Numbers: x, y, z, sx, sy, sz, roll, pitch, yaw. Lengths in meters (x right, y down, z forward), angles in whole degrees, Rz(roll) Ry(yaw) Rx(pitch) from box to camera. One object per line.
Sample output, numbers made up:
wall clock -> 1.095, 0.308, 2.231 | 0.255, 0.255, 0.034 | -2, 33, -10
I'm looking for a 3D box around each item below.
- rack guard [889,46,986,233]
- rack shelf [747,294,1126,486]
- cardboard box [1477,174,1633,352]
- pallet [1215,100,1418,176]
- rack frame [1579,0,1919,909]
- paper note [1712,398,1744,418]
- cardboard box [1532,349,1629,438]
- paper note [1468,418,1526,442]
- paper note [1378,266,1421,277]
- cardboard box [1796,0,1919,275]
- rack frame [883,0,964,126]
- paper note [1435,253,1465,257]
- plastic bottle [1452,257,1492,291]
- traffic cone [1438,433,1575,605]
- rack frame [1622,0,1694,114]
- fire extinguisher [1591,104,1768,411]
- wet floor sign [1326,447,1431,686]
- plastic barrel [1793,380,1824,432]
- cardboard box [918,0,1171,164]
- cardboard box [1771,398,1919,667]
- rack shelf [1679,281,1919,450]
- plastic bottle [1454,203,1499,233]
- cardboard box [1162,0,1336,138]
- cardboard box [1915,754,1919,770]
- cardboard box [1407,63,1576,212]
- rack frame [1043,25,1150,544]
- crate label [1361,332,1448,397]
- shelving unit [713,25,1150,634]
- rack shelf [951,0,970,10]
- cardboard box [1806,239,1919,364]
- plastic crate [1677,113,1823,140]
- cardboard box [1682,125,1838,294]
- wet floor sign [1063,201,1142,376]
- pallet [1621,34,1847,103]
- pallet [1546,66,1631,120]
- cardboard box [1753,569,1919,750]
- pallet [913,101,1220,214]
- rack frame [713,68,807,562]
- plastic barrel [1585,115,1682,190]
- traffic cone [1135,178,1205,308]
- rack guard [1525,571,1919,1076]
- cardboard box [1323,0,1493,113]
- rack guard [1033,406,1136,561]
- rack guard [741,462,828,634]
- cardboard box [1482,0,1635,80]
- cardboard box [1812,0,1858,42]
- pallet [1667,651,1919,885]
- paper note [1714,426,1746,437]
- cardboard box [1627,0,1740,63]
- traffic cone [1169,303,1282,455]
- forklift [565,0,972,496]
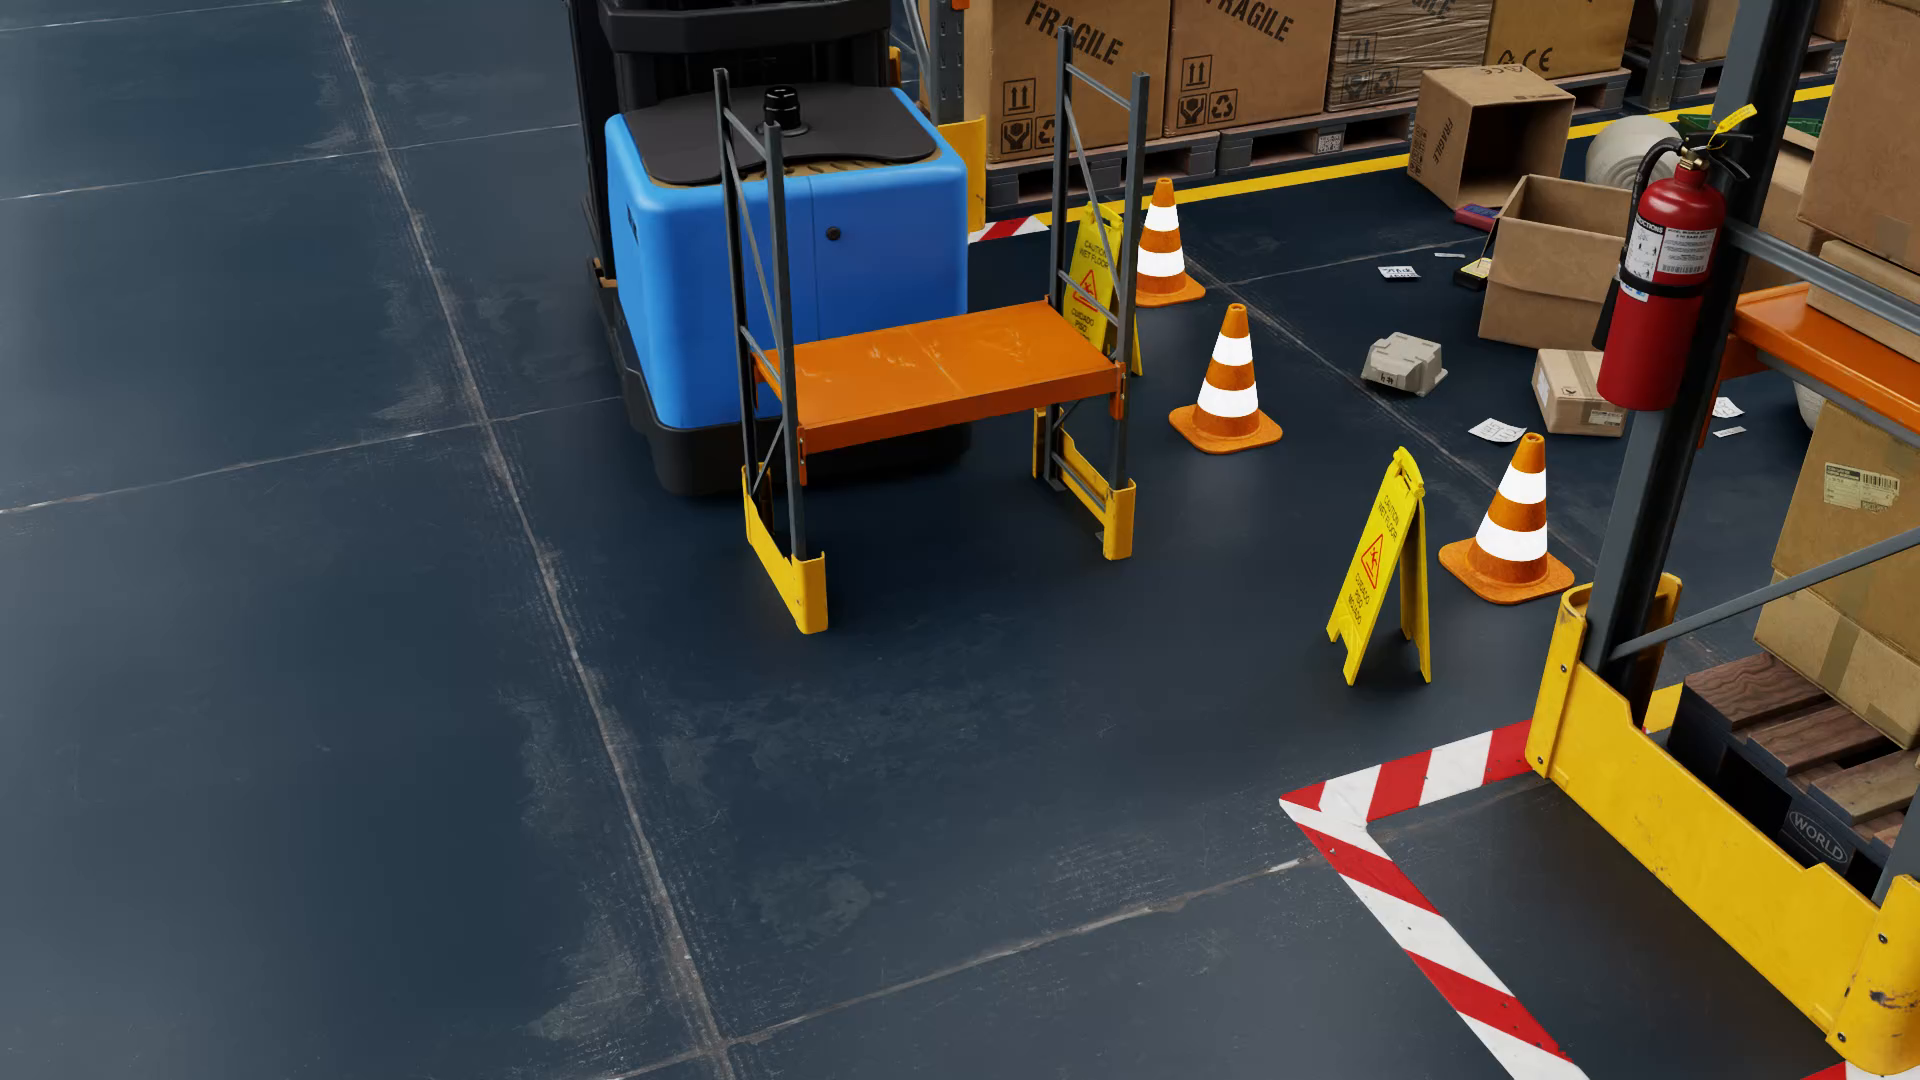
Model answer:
rack guard -> -0.252, -1.844, 7.626 | 0.348, 0.500, 1.175 | -13, 35, -19
rack shelf -> -0.079, -0.460, 4.911 | 1.000, 0.185, 0.538 | -13, 35, -19
cardboard box -> 2.419, -1.027, 6.366 | 0.797, 0.503, 0.637 | 16, 36, 23
pallet -> 1.601, -2.192, 8.425 | 1.213, 0.211, 1.003 | -13, 35, -19
rack frame -> 1.780, -0.429, 3.159 | 0.127, 3.000, 1.000 | -13, 35, -19
paper note -> 2.722, -0.484, 5.977 | 0.142, 0.019, 0.148 | -2, 33, -2
cardboard box -> 2.206, -0.526, 5.923 | 0.250, 0.149, 0.380 | 4, 33, 6
paper note -> 1.881, -0.385, 5.814 | 0.142, 0.019, 0.148 | -27, 42, -35
paper note -> 1.835, -1.120, 6.945 | 0.142, 0.017, 0.144 | -2, 33, -2
cardboard box -> 2.174, -0.849, 3.440 | 0.500, 0.500, 0.500 | -14, 35, -20
rack frame -> -0.229, -2.897, 6.952 | 0.127, 3.000, 1.000 | -13, 35, -19
paper note -> 2.095, -1.218, 7.112 | 0.123, 0.001, 0.032 | 4, 33, 6
plastic bottle -> 2.182, -1.116, 6.910 | 0.283, 0.061, 0.133 | -27, 42, -35
traffic cone -> 1.677, -0.105, 4.987 | 0.334, 0.463, 0.336 | -13, 35, -19
rack frame -> 3.459, -3.741, 8.250 | 0.127, 3.000, 1.000 | -13, 35, -19
fire extinguisher -> 1.496, -0.604, 3.499 | 0.183, 0.674, 0.296 | -13, 35, -19
wet floor sign -> 1.191, 0.060, 4.566 | 0.232, 0.644, 0.267 | -2, 33, -2
plastic barrel -> 3.098, -0.546, 5.702 | 0.421, 0.421, 0.512 | 10, 34, 14
cardboard box -> 0.370, -2.359, 7.688 | 0.875, 0.875, 0.875 | -13, 35, -19
cardboard box -> 2.418, -0.067, 4.051 | 0.500, 0.500, 0.500 | -13, 35, -19
rack shelf -> 3.624, -0.550, 4.004 | 4.000, 0.370, 1.077 | -13, 35, -19
plastic bottle -> 2.349, -1.414, 7.367 | 0.133, 0.061, 0.283 | -27, 42, -35
cardboard box -> 1.181, -2.545, 7.975 | 0.875, 0.875, 0.875 | -13, 35, -20
cardboard box -> 2.631, 0.516, 3.842 | 0.500, 0.250, 0.500 | -13, 35, -19
cardboard box -> 2.425, -1.851, 7.634 | 0.500, 0.500, 0.500 | -7, 34, -11
rack frame -> 0.390, -0.718, 4.978 | 0.032, 1.500, 0.500 | -13, 35, -19
crate label -> 1.635, -0.652, 6.127 | 0.250, 0.136, 0.298 | 23, 39, 30
shelving unit -> -0.070, -0.613, 4.816 | 1.083, 1.500, 0.587 | -13, 35, -19
rack shelf -> 1.615, -3.017, 7.797 | 4.000, 0.370, 1.077 | -13, 35, -19
cardboard box -> 2.042, -0.510, 3.514 | 0.250, 0.149, 0.380 | -12, 35, -17
plastic crate -> 3.806, -1.891, 7.932 | 0.662, 0.188, 0.450 | 4, 23, 6
cardboard box -> 3.278, -1.285, 6.639 | 0.503, 0.637, 0.797 | -13, 35, -19
wet floor sign -> 0.510, -0.908, 6.054 | 0.232, 0.644, 0.267 | -19, 38, -27
pallet -> 4.141, -2.773, 9.319 | 1.213, 0.211, 1.003 | -13, 35, -19
pallet -> 2.727, -2.451, 8.824 | 1.213, 0.211, 1.003 | -13, 35, -19
cardboard box -> 2.443, 0.237, 4.272 | 0.500, 0.250, 0.500 | -13, 35, -19
pallet -> 0.477, -1.936, 8.032 | 1.213, 0.211, 1.003 | -13, 35, -19
rack frame -> -0.547, -0.503, 4.648 | 0.032, 1.500, 0.500 | -13, 35, -19
plastic barrel -> 3.006, -1.651, 7.399 | 0.421, 0.421, 0.512 | 10, 34, 14
traffic cone -> 0.810, -1.232, 6.718 | 0.334, 0.463, 0.336 | -13, 35, -19
rack guard -> 1.850, 0.603, 3.865 | 0.348, 0.500, 1.175 | -13, 35, -19
cardboard box -> 2.022, -2.737, 8.269 | 0.875, 0.875, 0.875 | -13, 35, -19
rack guard -> 0.389, -0.194, 5.319 | 0.087, 0.250, 0.587 | -13, 35, -19
rack guard -> -0.529, 0.016, 4.996 | 0.087, 0.250, 0.587 | -13, 35, -19
cardboard box -> 2.852, -2.929, 8.565 | 0.875, 0.875, 0.875 | -12, 35, -18
cardboard box -> 4.887, -3.352, 9.330 | 0.750, 0.750, 1.050 | -13, 35, -19
pallet -> 2.613, 0.570, 4.180 | 1.213, 0.211, 1.003 | -13, 35, -19
paper note -> 2.697, -0.380, 5.824 | 0.123, 0.001, 0.032 | -13, 35, -19
cardboard box -> 3.996, -3.151, 9.020 | 0.750, 0.750, 1.050 | -13, 35, -19
traffic cone -> 0.934, -0.591, 5.735 | 0.334, 0.463, 0.336 | -13, 35, -19
forklift -> -0.882, -2.167, 5.892 | 1.130, 2.935, 3.031 | -10, 34, -14
